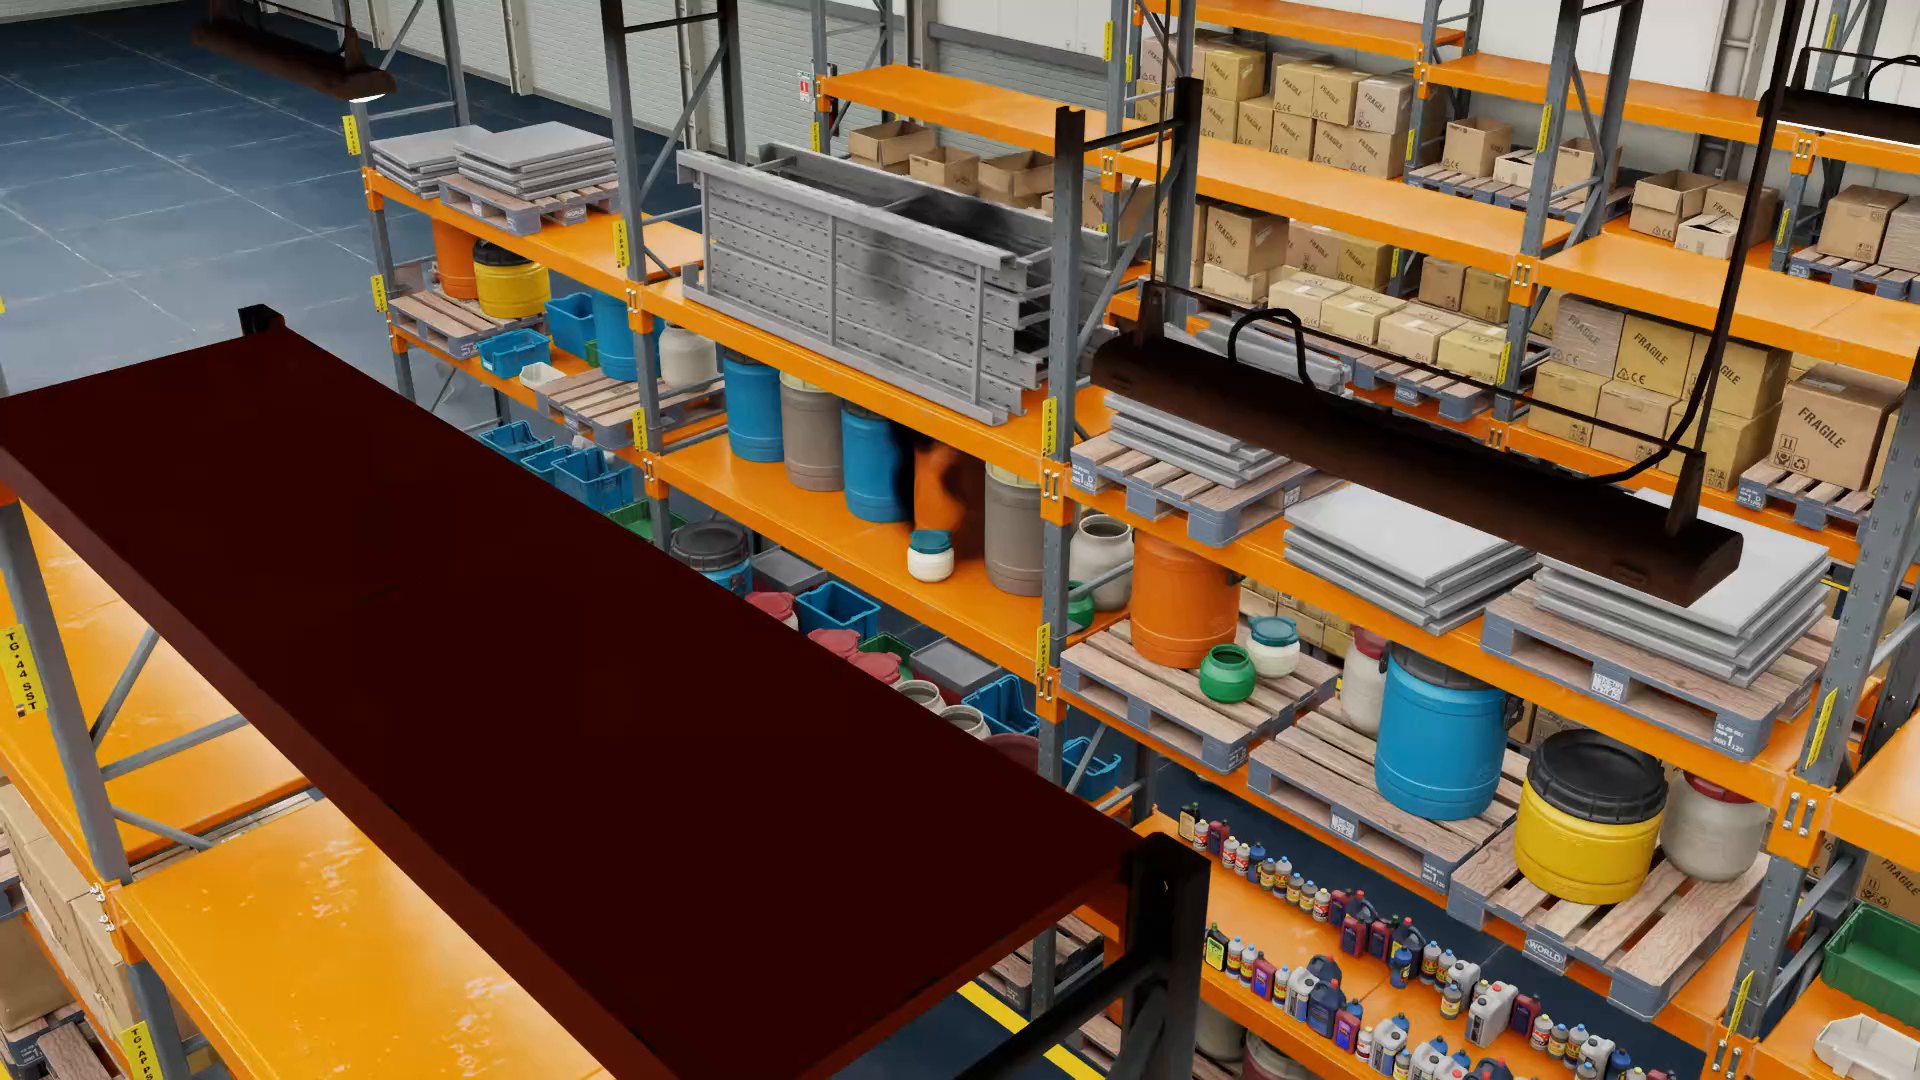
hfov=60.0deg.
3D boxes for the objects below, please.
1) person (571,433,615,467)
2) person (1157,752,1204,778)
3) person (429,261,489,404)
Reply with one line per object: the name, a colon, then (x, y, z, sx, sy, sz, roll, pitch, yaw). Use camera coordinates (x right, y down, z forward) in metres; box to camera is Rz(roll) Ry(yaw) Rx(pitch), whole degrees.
person: (-3.617, -0.813, 16.610, 0.599, 1.700, 0.580, 18, 33, 30)
person: (1.805, 1.145, 12.981, 0.591, 1.715, 0.777, -23, 36, -36)
person: (-5.950, -2.468, 19.692, 0.892, 1.742, 0.585, -8, 29, -15)
